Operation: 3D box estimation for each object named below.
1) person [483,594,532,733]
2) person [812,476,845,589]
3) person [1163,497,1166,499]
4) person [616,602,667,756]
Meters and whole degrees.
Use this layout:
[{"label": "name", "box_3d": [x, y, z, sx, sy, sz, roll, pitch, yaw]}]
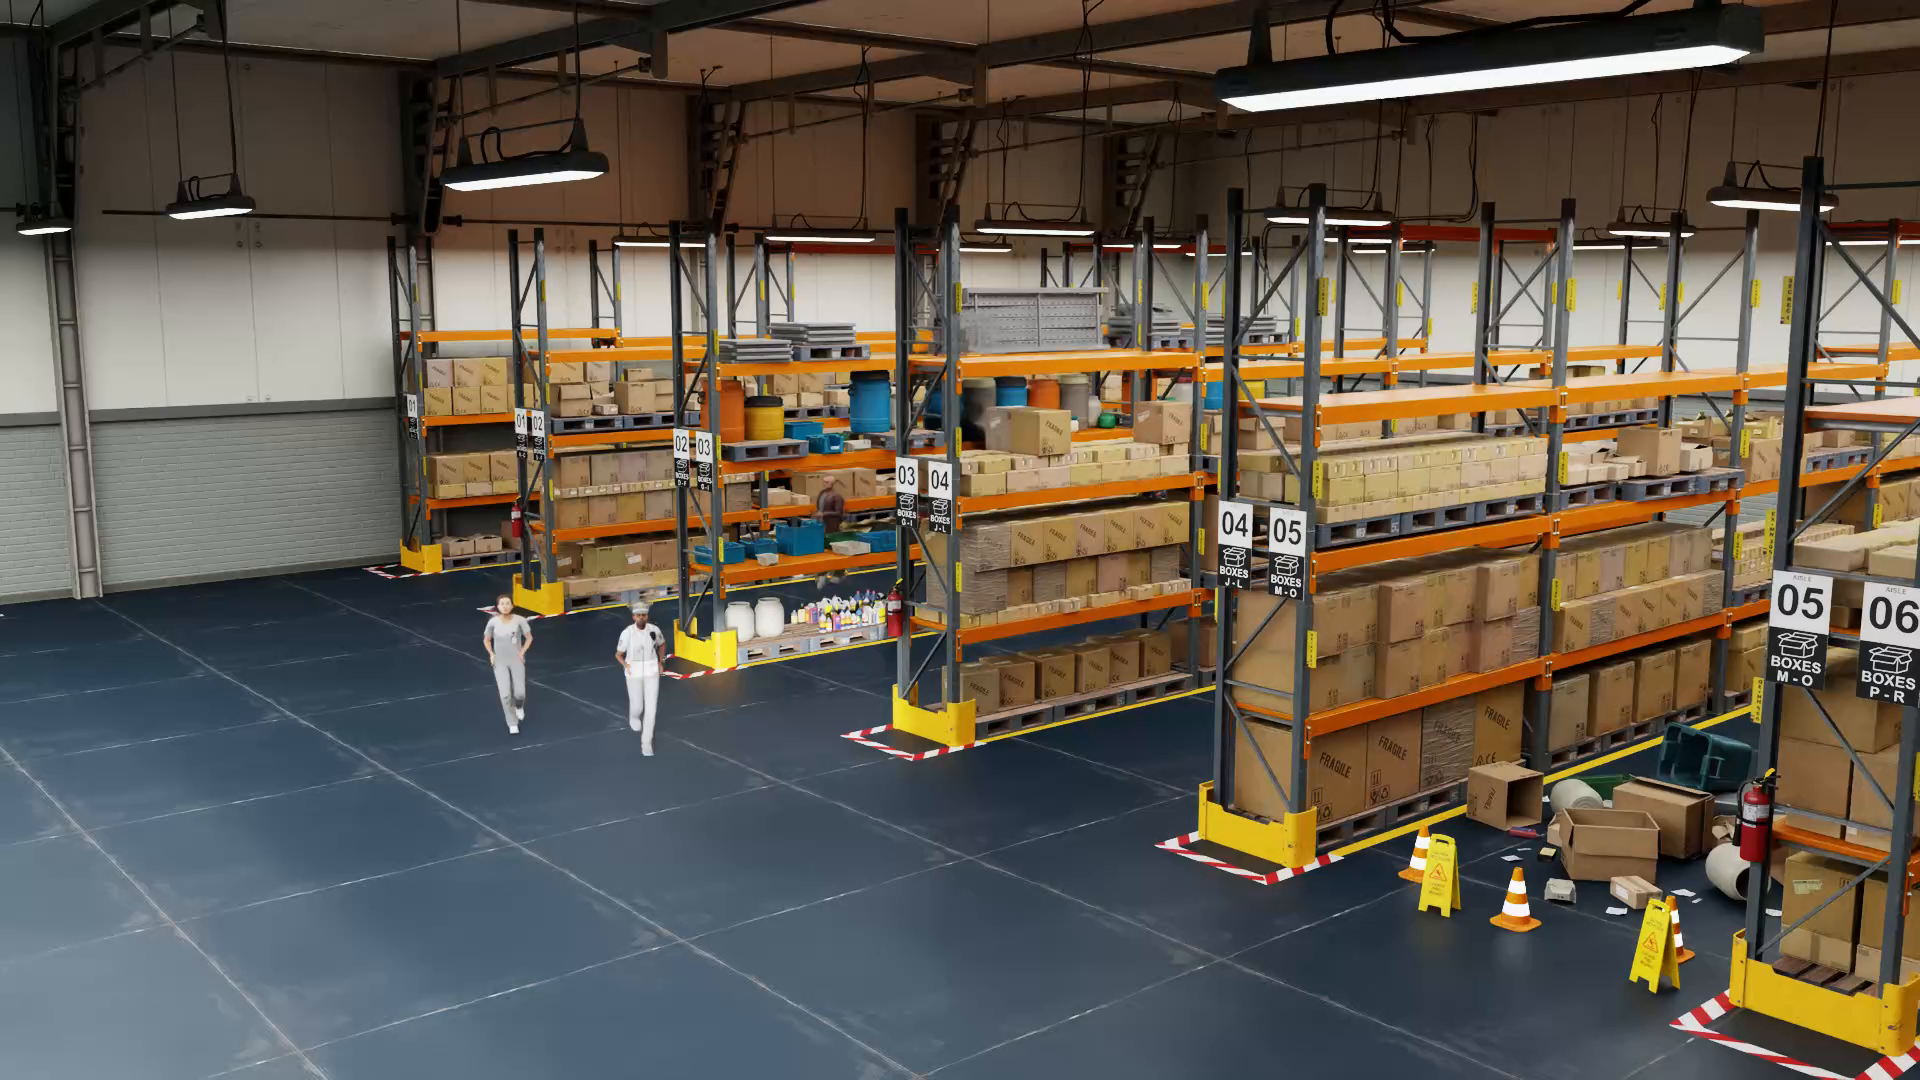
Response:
[{"label": "person", "box_3d": [-5.225, 1.392, 19.237, 0.548, 1.569, 0.504, -2, 9, -12]}, {"label": "person", "box_3d": [-2.167, -0.119, 26.984, 0.677, 1.857, 0.763, 6, 11, 34]}, {"label": "person", "box_3d": [3.157, 0.179, 25.339, 0.618, 1.699, 0.728, 7, 11, 39]}, {"label": "person", "box_3d": [-3.553, 1.511, 18.616, 0.578, 1.687, 0.791, -3, 9, -17]}]
